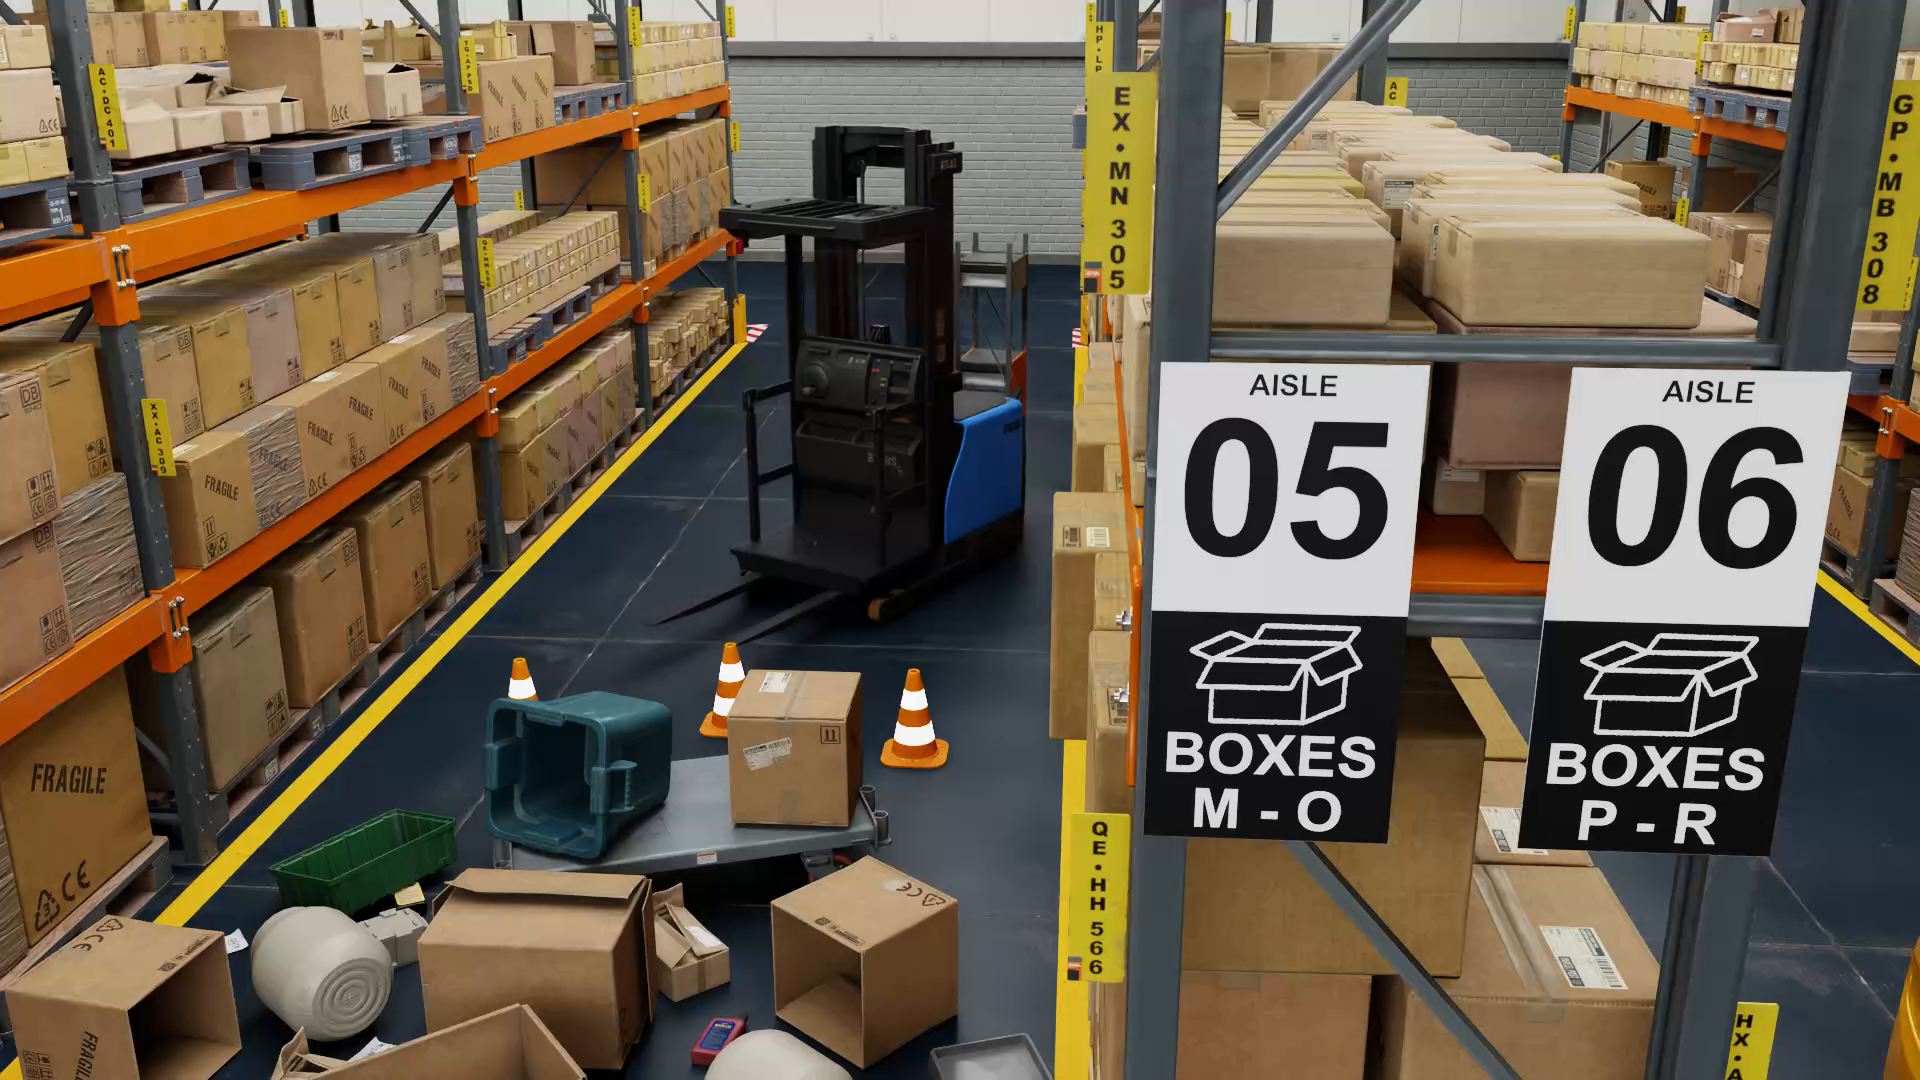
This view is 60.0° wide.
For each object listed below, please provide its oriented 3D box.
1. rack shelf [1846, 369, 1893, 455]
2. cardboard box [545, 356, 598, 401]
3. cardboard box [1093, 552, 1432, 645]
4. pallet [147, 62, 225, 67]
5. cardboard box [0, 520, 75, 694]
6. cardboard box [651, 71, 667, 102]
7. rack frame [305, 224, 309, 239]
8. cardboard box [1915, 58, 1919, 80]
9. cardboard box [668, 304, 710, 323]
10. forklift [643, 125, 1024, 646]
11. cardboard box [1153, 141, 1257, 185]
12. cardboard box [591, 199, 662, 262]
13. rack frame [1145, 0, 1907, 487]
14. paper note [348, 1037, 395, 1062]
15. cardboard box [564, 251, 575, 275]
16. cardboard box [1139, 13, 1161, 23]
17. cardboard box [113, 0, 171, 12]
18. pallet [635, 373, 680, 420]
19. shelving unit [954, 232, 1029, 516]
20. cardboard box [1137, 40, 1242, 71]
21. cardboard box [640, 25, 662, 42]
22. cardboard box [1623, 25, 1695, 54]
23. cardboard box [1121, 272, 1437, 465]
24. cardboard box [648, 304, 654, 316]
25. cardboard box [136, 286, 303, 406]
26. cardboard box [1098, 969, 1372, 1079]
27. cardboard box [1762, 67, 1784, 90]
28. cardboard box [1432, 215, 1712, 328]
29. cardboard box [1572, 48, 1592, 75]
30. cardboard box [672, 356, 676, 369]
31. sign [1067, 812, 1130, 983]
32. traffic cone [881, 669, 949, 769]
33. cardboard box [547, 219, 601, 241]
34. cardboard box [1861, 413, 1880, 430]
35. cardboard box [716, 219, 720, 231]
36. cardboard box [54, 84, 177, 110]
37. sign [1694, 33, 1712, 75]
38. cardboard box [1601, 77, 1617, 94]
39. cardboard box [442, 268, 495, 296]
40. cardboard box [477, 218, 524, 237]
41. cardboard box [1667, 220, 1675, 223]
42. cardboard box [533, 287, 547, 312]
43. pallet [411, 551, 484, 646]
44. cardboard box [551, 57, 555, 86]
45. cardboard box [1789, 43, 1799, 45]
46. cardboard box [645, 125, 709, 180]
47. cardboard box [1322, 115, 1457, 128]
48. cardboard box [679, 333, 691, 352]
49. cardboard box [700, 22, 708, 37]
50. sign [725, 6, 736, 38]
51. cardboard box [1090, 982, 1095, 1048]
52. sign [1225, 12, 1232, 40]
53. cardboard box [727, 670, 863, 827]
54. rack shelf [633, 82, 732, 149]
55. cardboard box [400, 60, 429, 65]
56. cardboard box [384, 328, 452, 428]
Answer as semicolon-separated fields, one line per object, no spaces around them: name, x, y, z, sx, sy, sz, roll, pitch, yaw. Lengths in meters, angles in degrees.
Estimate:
rack shelf;6.458;-1.318;12.285;1.077;0.370;4.000;1;18;4
cardboard box;-3.170;-1.278;13.140;0.500;0.250;0.500;0;18;1
cardboard box;0.652;0.351;3.790;0.700;0.500;0.500;1;18;4
pallet;-8.076;-4.627;16.553;1.003;0.211;1.213;1;18;4
cardboard box;-3.900;0.229;6.165;0.875;0.550;0.550;1;18;4
cardboard box;-2.972;-4.118;15.097;0.500;0.250;0.500;1;18;3
rack frame;-7.948;-3.855;18.870;1.000;3.000;0.127;1;18;4
cardboard box;6.044;-2.838;10.071;0.380;0.149;0.250;2;18;6
cardboard box;-2.806;-2.346;17.215;0.380;0.149;0.250;2;18;6
forklift;-0.765;-1.037;10.380;1.130;2.935;3.031;11;21;30
cardboard box;0.596;-0.938;4.273;0.380;0.149;0.250;2;18;5
cardboard box;-3.008;-2.807;15.035;0.500;0.500;0.500;1;18;3
rack frame;0.790;-1.515;2.095;1.000;3.000;0.127;1;18;4
paper note;-2.140;1.892;6.114;0.172;0.023;0.155;8;20;23
cardboard box;-3.217;-2.154;12.932;0.380;0.149;0.250;1;18;4
cardboard box;1.714;-4.532;15.120;0.797;0.503;0.637;3;18;8
cardboard box;-8.103;-5.304;16.275;0.500;0.250;0.500;1;18;2
pallet;-3.282;-1.355;15.718;1.003;0.211;1.213;1;18;4
shelving unit;0.226;-1.120;11.969;0.431;2.100;0.503;5;19;14
cardboard box;1.042;-2.198;7.760;0.500;0.250;0.500;2;18;5
cardboard box;-2.956;-4.660;15.307;0.380;0.149;0.250;1;18;2
cardboard box;6.501;-4.652;15.447;0.500;0.250;0.500;2;18;5
cardboard box;0.557;-0.325;3.042;0.500;0.250;0.500;1;18;3
cardboard box;-3.395;-2.356;17.246;0.380;0.149;0.250;2;18;6
cardboard box;-3.767;-0.979;8.328;0.700;0.500;0.500;1;18;4
cardboard box;0.554;0.972;3.500;0.500;0.500;0.500;1;18;3
cardboard box;6.085;-3.355;12.095;0.380;0.149;0.250;2;18;5
cardboard box;1.018;-0.455;2.800;0.380;0.149;0.250;1;18;4
cardboard box;6.583;-4.888;16.968;0.500;0.250;0.500;1;18;3
cardboard box;-3.010;-1.746;16.339;0.380;0.149;0.250;1;18;2
sign;0.237;0.617;2.856;0.100;0.325;0.005;1;18;4
traffic cone;-0.231;0.883;8.486;0.336;0.463;0.334;1;18;4
cardboard box;-3.168;-2.540;13.632;0.380;0.149;0.250;1;18;2
cardboard box;6.729;-0.840;11.966;0.380;0.149;0.250;1;18;3
cardboard box;-2.805;-3.409;17.914;0.380;0.149;0.250;1;18;4
cardboard box;-3.999;-1.975;7.723;0.500;0.250;0.500;1;18;3
sign;6.059;-3.962;13.551;0.100;0.325;0.005;1;18;4
cardboard box;6.473;-4.418;16.176;0.380;0.149;0.250;1;18;4
cardboard box;-3.355;-1.731;11.163;0.380;0.149;0.250;1;18;4
cardboard box;-3.817;-2.555;13.676;0.380;0.149;0.250;1;18;4
cardboard box;6.464;-2.826;15.493;0.500;0.250;0.500;1;18;4
cardboard box;-3.275;-1.776;12.256;0.380;0.149;0.250;2;18;6
pallet;-3.713;0.340;10.545;1.003;0.211;1.213;1;18;4
cardboard box;-3.567;-3.784;13.306;0.500;0.311;0.500;1;18;3
cardboard box;6.700;-3.800;12.976;0.380;0.149;0.250;1;18;4
cardboard box;-2.857;-3.910;16.794;0.500;0.500;0.500;2;18;7
cardboard box;1.334;-1.243;5.206;0.380;0.149;0.250;2;18;6
cardboard box;-2.893;-1.965;16.528;0.380;0.149;0.250;1;18;3
cardboard box;-2.833;-5.309;17.289;0.380;0.149;0.250;2;18;5
sign;-2.456;-5.540;17.774;0.100;0.325;0.005;1;18;4
cardboard box;0.699;1.349;5.526;0.500;0.500;0.500;2;18;7
sign;2.192;-4.203;13.779;0.100;0.325;0.005;1;18;4
cardboard box;-0.701;0.891;7.185;0.500;0.500;0.500;1;18;4
rack shelf;-3.151;-4.175;16.185;1.077;0.370;4.000;1;18;4
cardboard box;-3.794;-2.884;10.929;0.500;0.500;0.500;1;18;4
cardboard box;-3.383;-0.975;9.920;0.500;0.500;0.500;1;18;4
